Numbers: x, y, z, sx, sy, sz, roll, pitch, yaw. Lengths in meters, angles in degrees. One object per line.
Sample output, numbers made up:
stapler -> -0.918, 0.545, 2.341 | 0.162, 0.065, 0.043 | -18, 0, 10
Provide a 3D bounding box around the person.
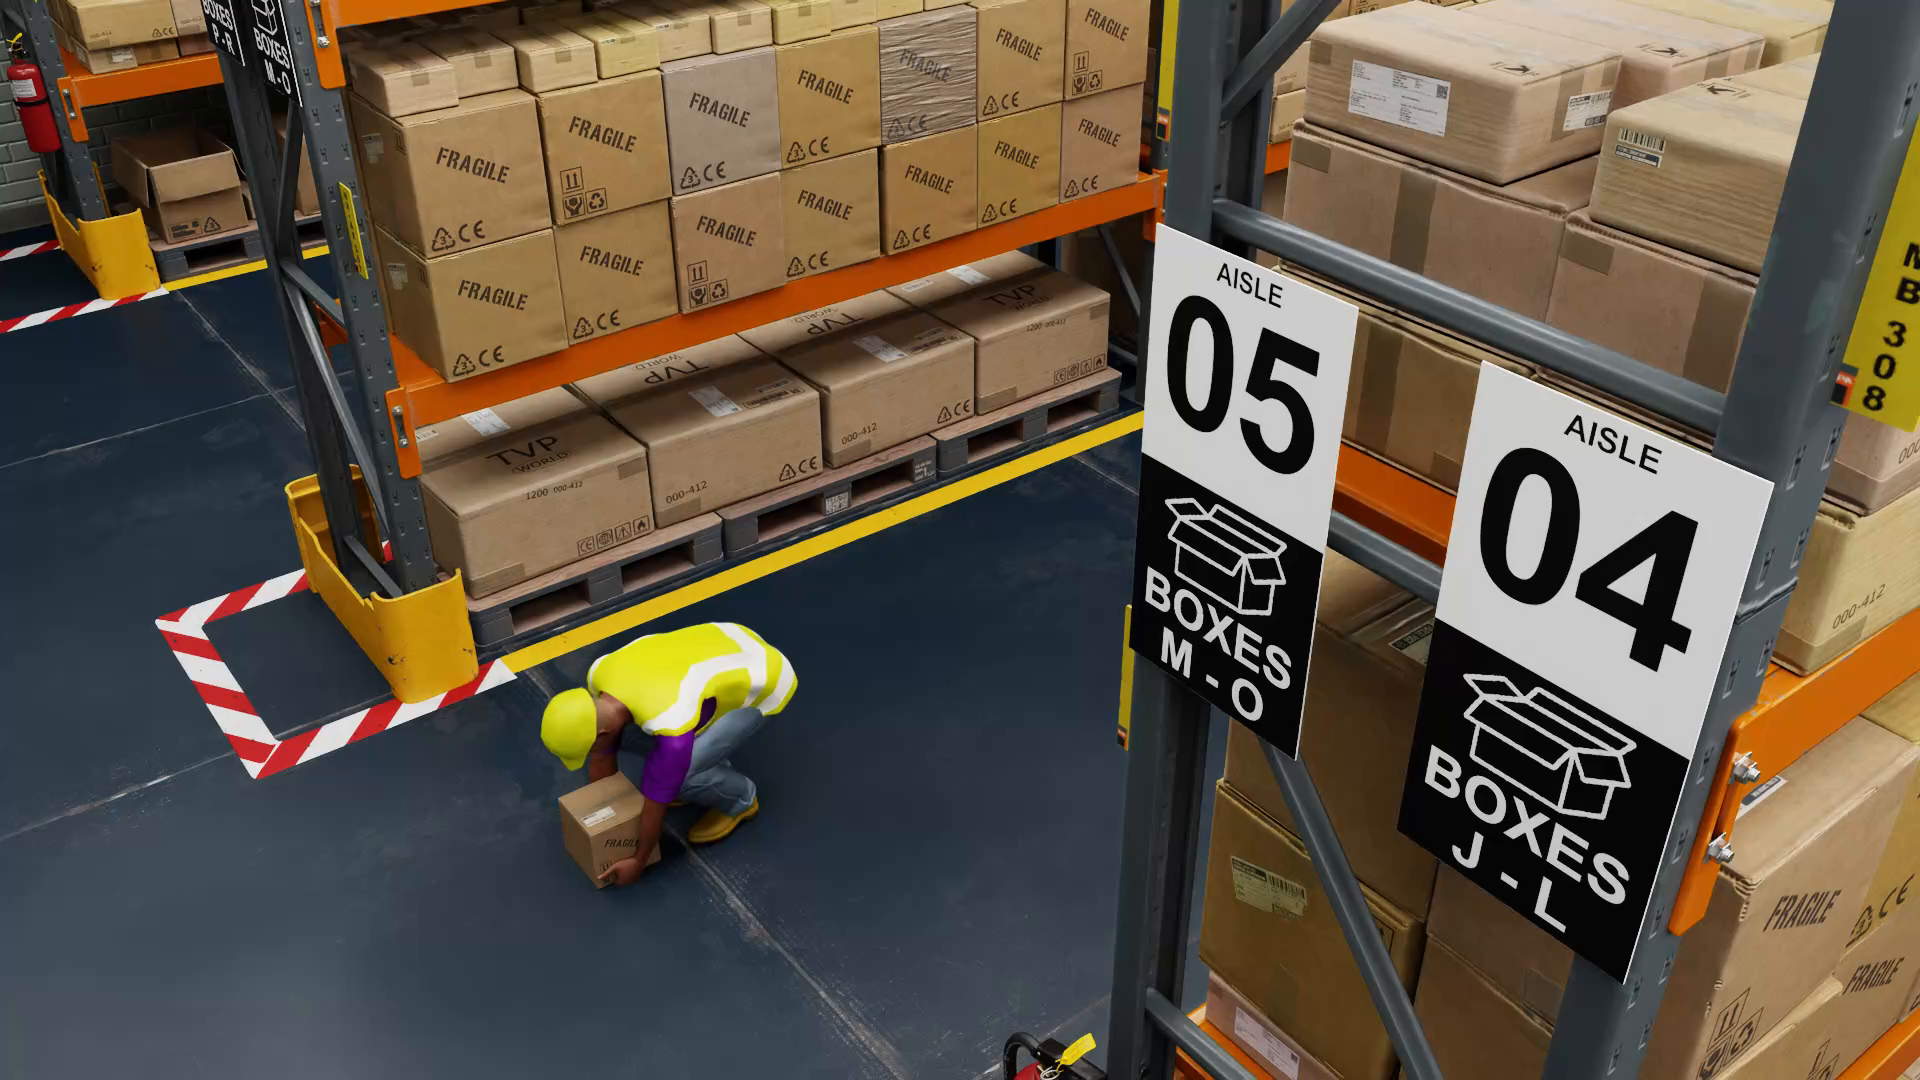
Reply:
person -> -1.013, 0.724, 5.894 | 0.960, 0.811, 0.527 | -23, 39, -32
